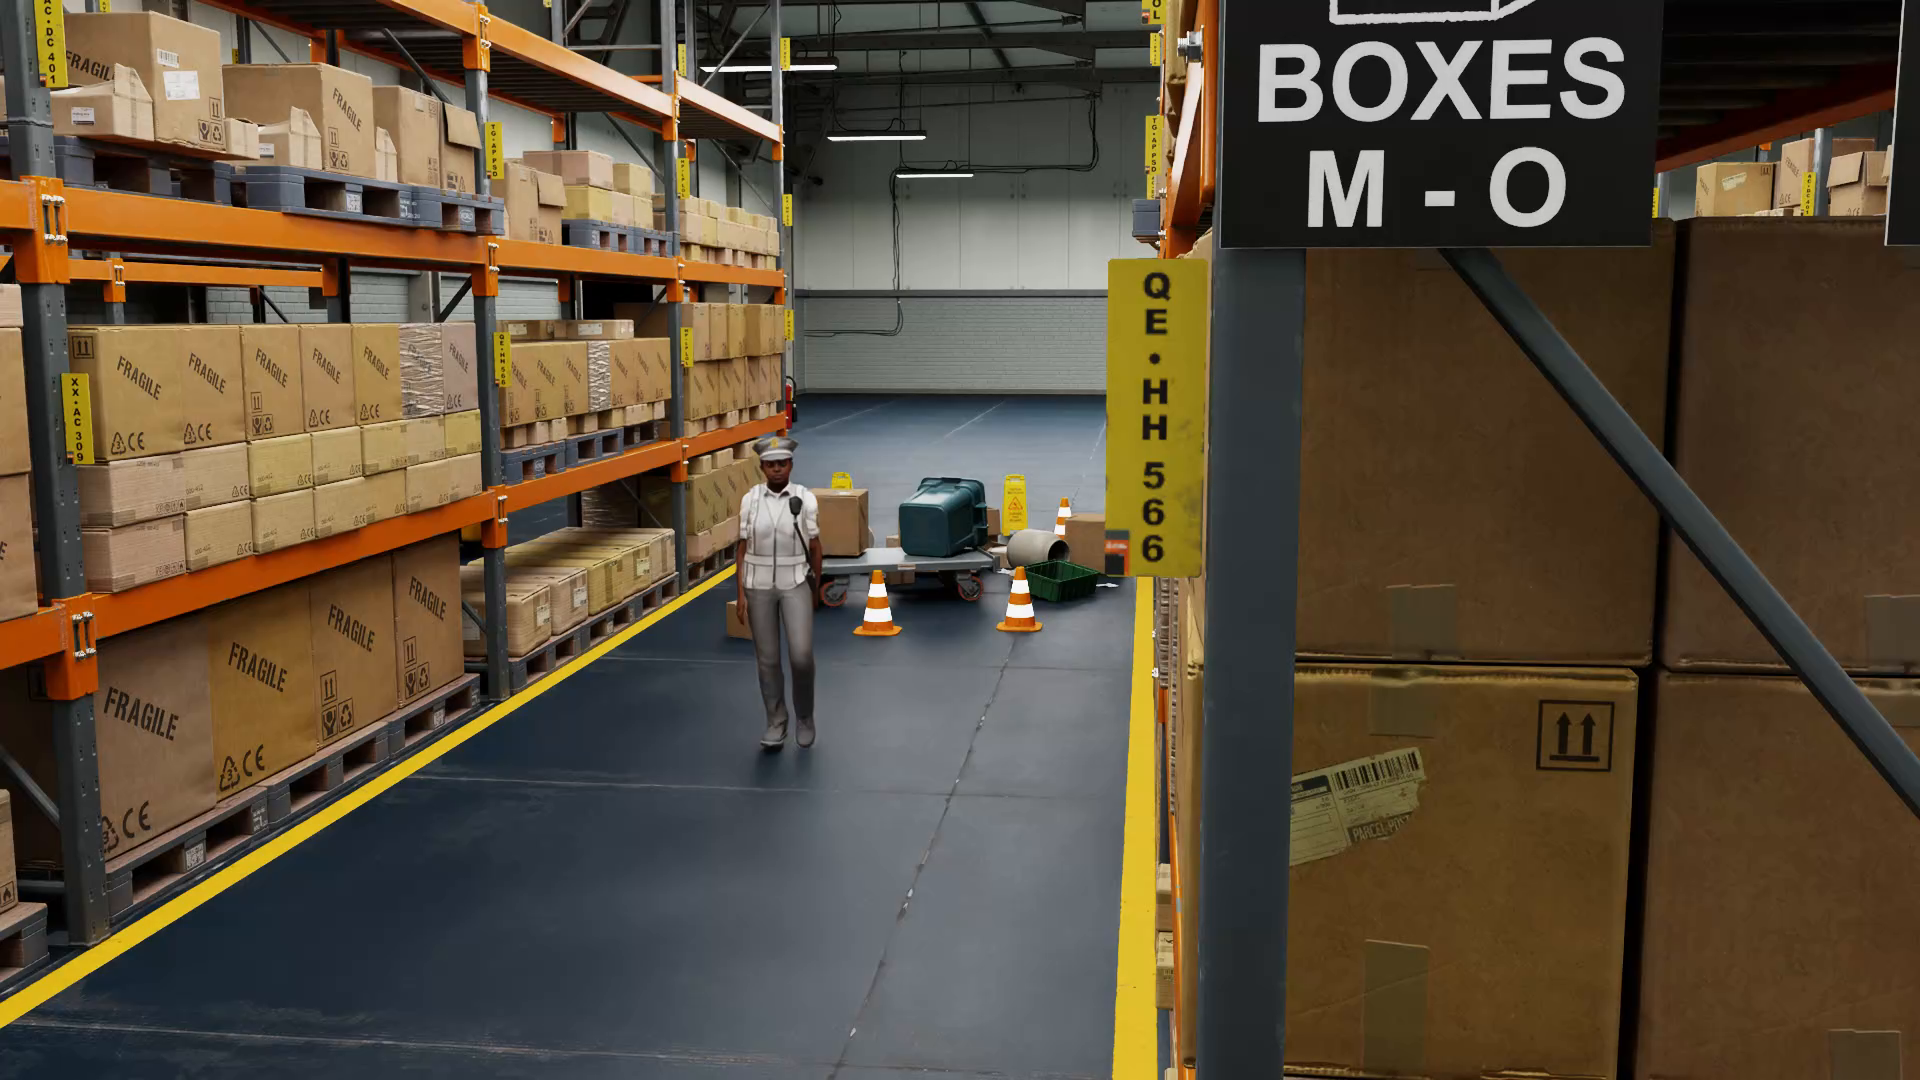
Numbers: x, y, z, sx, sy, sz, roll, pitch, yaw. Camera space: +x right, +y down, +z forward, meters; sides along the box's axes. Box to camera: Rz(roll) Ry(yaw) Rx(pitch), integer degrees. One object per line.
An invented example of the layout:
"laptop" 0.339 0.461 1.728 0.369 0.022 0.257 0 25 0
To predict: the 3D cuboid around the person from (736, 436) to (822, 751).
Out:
"person" -0.976 0.295 8.925 0.454 1.710 0.435 0 8 1
